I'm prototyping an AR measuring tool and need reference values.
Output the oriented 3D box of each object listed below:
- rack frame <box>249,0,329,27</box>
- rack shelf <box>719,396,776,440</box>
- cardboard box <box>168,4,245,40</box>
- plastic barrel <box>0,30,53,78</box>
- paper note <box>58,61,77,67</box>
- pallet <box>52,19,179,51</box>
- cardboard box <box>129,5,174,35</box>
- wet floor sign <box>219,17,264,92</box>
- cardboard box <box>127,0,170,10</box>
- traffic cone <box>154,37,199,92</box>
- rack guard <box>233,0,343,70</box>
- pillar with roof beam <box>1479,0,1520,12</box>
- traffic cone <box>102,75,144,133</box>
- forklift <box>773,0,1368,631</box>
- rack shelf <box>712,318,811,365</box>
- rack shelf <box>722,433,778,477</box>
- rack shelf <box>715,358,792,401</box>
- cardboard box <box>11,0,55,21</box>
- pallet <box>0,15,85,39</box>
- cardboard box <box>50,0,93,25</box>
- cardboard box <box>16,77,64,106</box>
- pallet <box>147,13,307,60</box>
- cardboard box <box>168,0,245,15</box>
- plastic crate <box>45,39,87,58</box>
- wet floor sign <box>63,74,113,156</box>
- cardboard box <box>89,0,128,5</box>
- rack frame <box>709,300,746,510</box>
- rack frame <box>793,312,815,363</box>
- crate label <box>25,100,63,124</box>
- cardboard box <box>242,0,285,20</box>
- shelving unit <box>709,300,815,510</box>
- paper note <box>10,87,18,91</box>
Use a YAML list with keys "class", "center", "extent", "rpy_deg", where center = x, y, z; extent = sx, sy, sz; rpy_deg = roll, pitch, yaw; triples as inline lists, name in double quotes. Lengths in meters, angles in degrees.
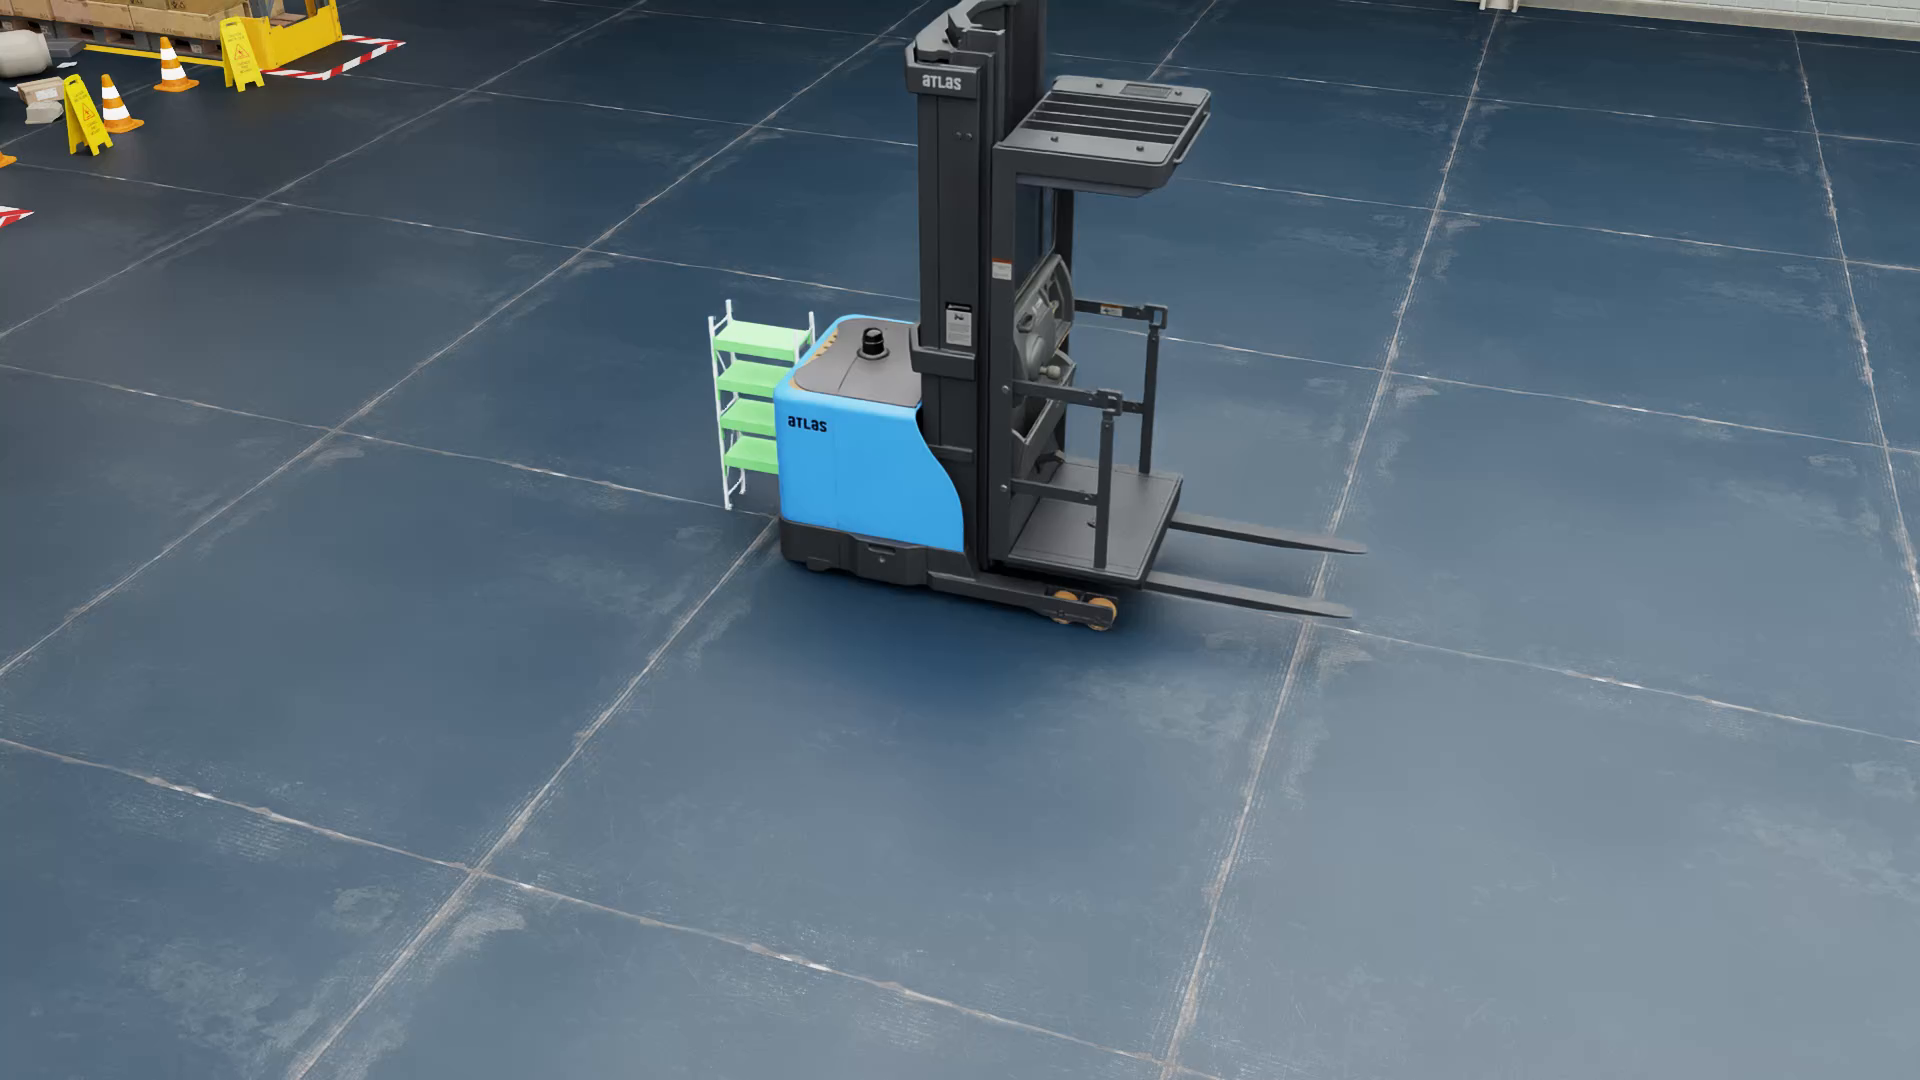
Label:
- class: "rack frame"
  center: [-6.682, -6.200, 16.055]
  extent: [0.127, 3.000, 1.000]
  rpy_deg: [11, 34, 16]
- class: "rack shelf"
  center: [-1.061, -0.643, 9.226]
  extent: [0.480, 0.148, 0.258]
  rpy_deg: [10, 34, 15]
- class: "cardboard box"
  center: [-7.556, -5.236, 16.710]
  extent: [0.500, 0.250, 0.500]
  rpy_deg: [11, 34, 16]
- class: "plastic barrel"
  center: [-9.137, -4.723, 16.142]
  extent: [0.512, 0.421, 0.421]
  rpy_deg: [-18, 37, -25]
- class: "paper note"
  center: [-8.863, -4.723, 16.505]
  extent: [0.148, 0.019, 0.142]
  rpy_deg: [0, 33, 0]
- class: "pallet"
  center: [-8.651, -5.433, 17.439]
  extent: [1.213, 0.211, 1.003]
  rpy_deg: [11, 34, 16]
- class: "cardboard box"
  center: [-8.019, -5.331, 16.857]
  extent: [0.500, 0.250, 0.500]
  rpy_deg: [11, 34, 17]
- class: "wet floor sign"
  center: [-6.864, -4.630, 15.794]
  extent: [0.232, 0.644, 0.267]
  rpy_deg: [24, 40, 32]
- class: "cardboard box"
  center: [-8.017, -5.644, 16.650]
  extent: [0.500, 0.500, 0.500]
  rpy_deg: [12, 35, 18]
- class: "traffic cone"
  center: [-7.522, -4.554, 15.845]
  extent: [0.334, 0.463, 0.336]
  rpy_deg: [11, 34, 16]
- class: "rack guard"
  center: [-6.754, -5.164, 16.755]
  extent: [0.348, 0.500, 1.175]
  rpy_deg: [11, 34, 16]
- class: "pillar with roof beam"
  center: [4.482, -7.449, 12.459]
  extent: [0.400, 9.000, 9.100]
  rpy_deg: [11, 34, 16]
- class: "traffic cone"
  center: [-7.576, -3.925, 14.871]
  extent: [0.334, 0.463, 0.336]
  rpy_deg: [11, 34, 16]
- class: "forklift"
  center: [0.606, -1.093, 8.209]
  extent: [3.031, 2.935, 1.130]
  rpy_deg: [10, 34, 15]
- class: "rack shelf"
  center: [-1.061, -1.047, 8.966]
  extent: [0.480, 0.148, 0.258]
  rpy_deg: [10, 34, 15]
- class: "rack shelf"
  center: [-1.061, -0.442, 9.356]
  extent: [0.480, 0.148, 0.258]
  rpy_deg: [10, 34, 15]
- class: "rack shelf"
  center: [-1.061, -0.845, 9.096]
  extent: [0.480, 0.148, 0.258]
  rpy_deg: [10, 34, 15]
- class: "cardboard box"
  center: [-9.477, -5.616, 17.298]
  extent: [0.500, 0.250, 0.500]
  rpy_deg: [13, 35, 19]
- class: "pallet"
  center: [-9.803, -5.656, 17.783]
  extent: [1.213, 0.211, 1.003]
  rpy_deg: [11, 34, 16]
- class: "cardboard box"
  center: [-8.976, -5.520, 17.150]
  extent: [0.500, 0.250, 0.500]
  rpy_deg: [11, 34, 16]
- class: "cardboard box"
  center: [-8.597, -4.211, 15.602]
  extent: [0.380, 0.149, 0.250]
  rpy_deg: [-25, 40, -33]
- class: "pallet"
  center: [-7.506, -5.209, 17.092]
  extent: [1.213, 0.211, 1.003]
  rpy_deg: [11, 34, 16]
- class: "cardboard box"
  center: [-7.524, -5.550, 16.505]
  extent: [0.500, 0.500, 0.500]
  rpy_deg: [11, 35, 17]
- class: "plastic crate"
  center: [-9.246, -4.999, 16.888]
  extent: [0.583, 0.080, 0.402]
  rpy_deg: [0, 33, 0]
- class: "wet floor sign"
  center: [-7.562, -3.671, 14.308]
  extent: [0.232, 0.644, 0.267]
  rpy_deg: [5, 33, 8]
- class: "cardboard box"
  center: [-8.489, -5.739, 16.799]
  extent: [0.500, 0.500, 0.500]
  rpy_deg: [10, 34, 15]
- class: "rack frame"
  center: [-1.292, -0.739, 9.256]
  extent: [0.015, 1.200, 0.240]
  rpy_deg: [10, 34, 15]
- class: "rack frame"
  center: [-0.829, -0.656, 9.127]
  extent: [0.015, 1.200, 0.240]
  rpy_deg: [10, 34, 15]
- class: "crate label"
  center: [-8.337, -3.901, 15.133]
  extent: [0.298, 0.136, 0.250]
  rpy_deg: [-6, 33, -9]
- class: "cardboard box"
  center: [-7.348, -5.510, 17.135]
  extent: [0.500, 0.250, 0.500]
  rpy_deg: [11, 34, 16]
- class: "shelving unit"
  center: [-1.061, -0.697, 9.191]
  extent: [0.503, 1.200, 0.258]
  rpy_deg: [10, 34, 15]
- class: "paper note"
  center: [-8.992, -4.336, 15.917]
  extent: [0.142, 0.019, 0.148]
  rpy_deg: [24, 40, 32]
